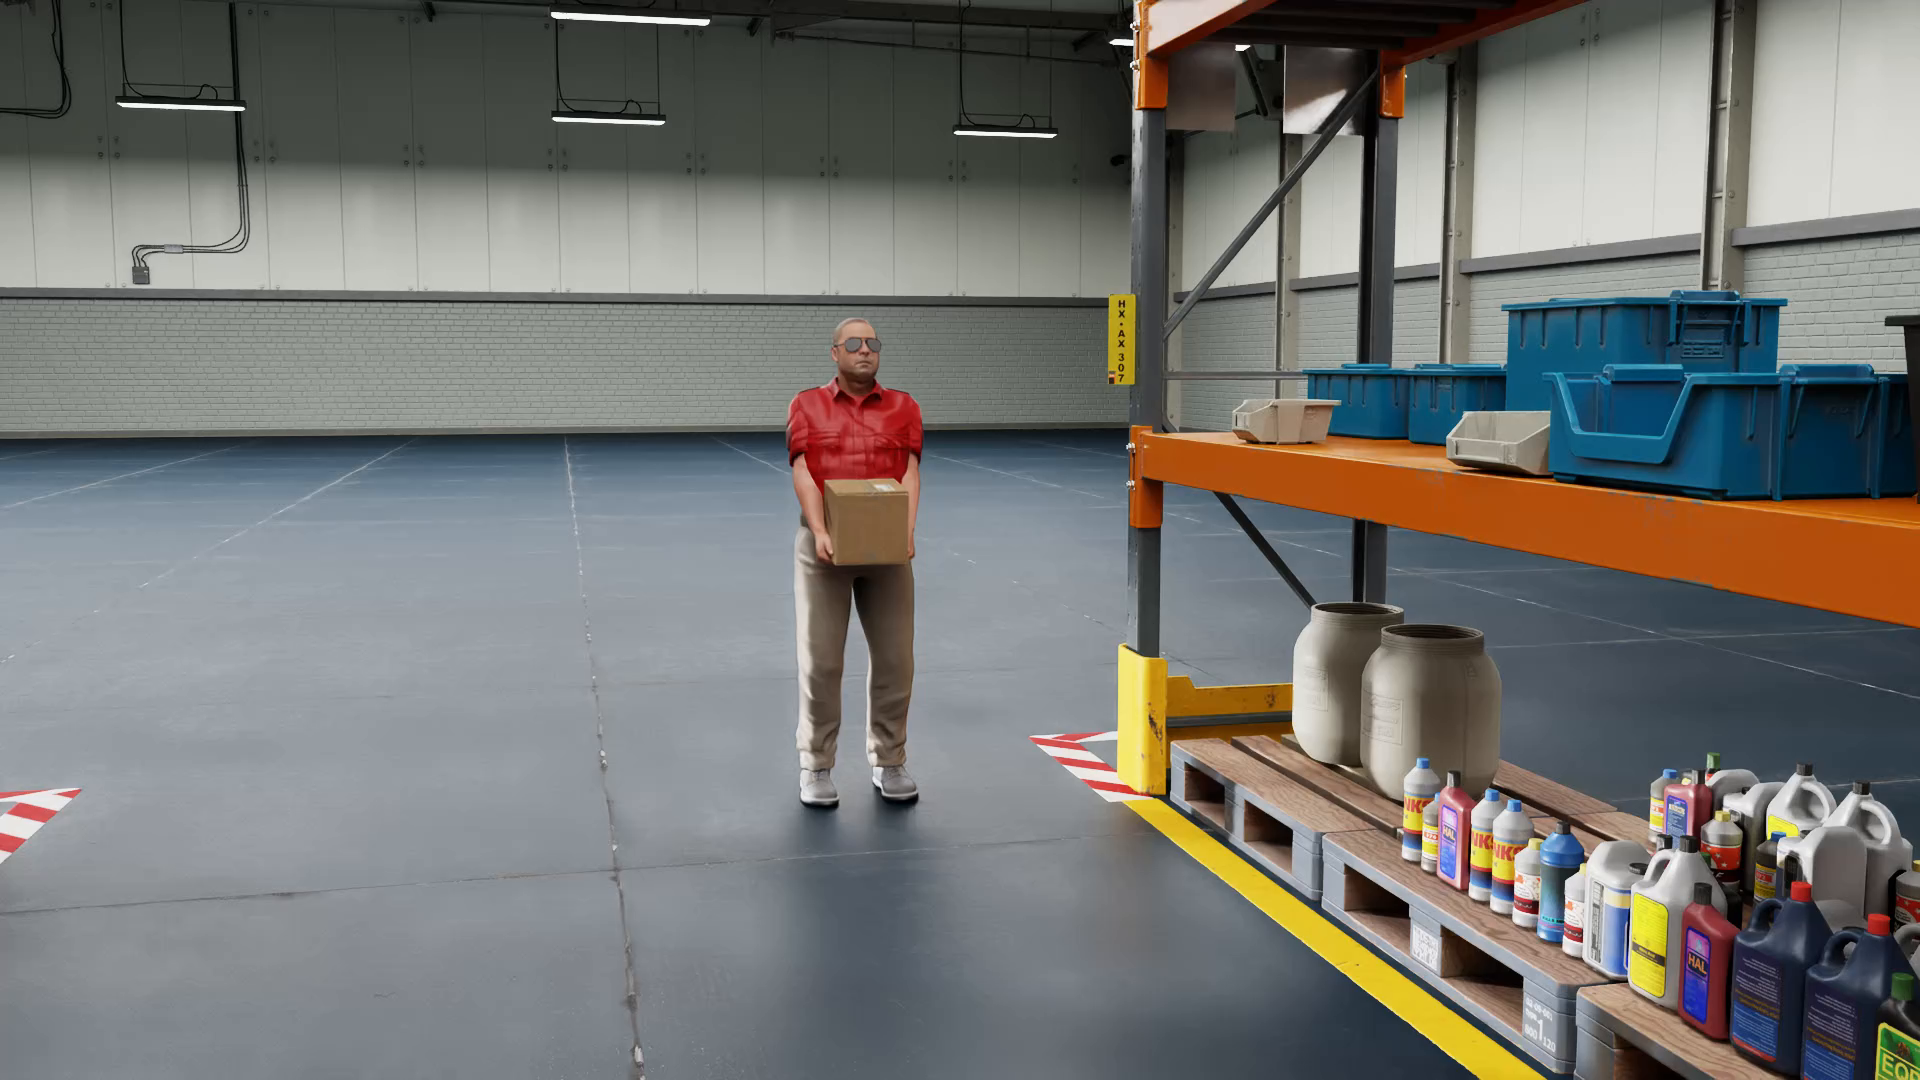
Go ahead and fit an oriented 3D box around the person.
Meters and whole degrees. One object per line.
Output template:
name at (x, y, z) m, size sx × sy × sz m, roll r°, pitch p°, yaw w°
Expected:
person at (-0.345, 0.074, 5.881) m, size 0.496 × 1.713 × 0.530 m, roll -2°, pitch 6°, yaw -14°
